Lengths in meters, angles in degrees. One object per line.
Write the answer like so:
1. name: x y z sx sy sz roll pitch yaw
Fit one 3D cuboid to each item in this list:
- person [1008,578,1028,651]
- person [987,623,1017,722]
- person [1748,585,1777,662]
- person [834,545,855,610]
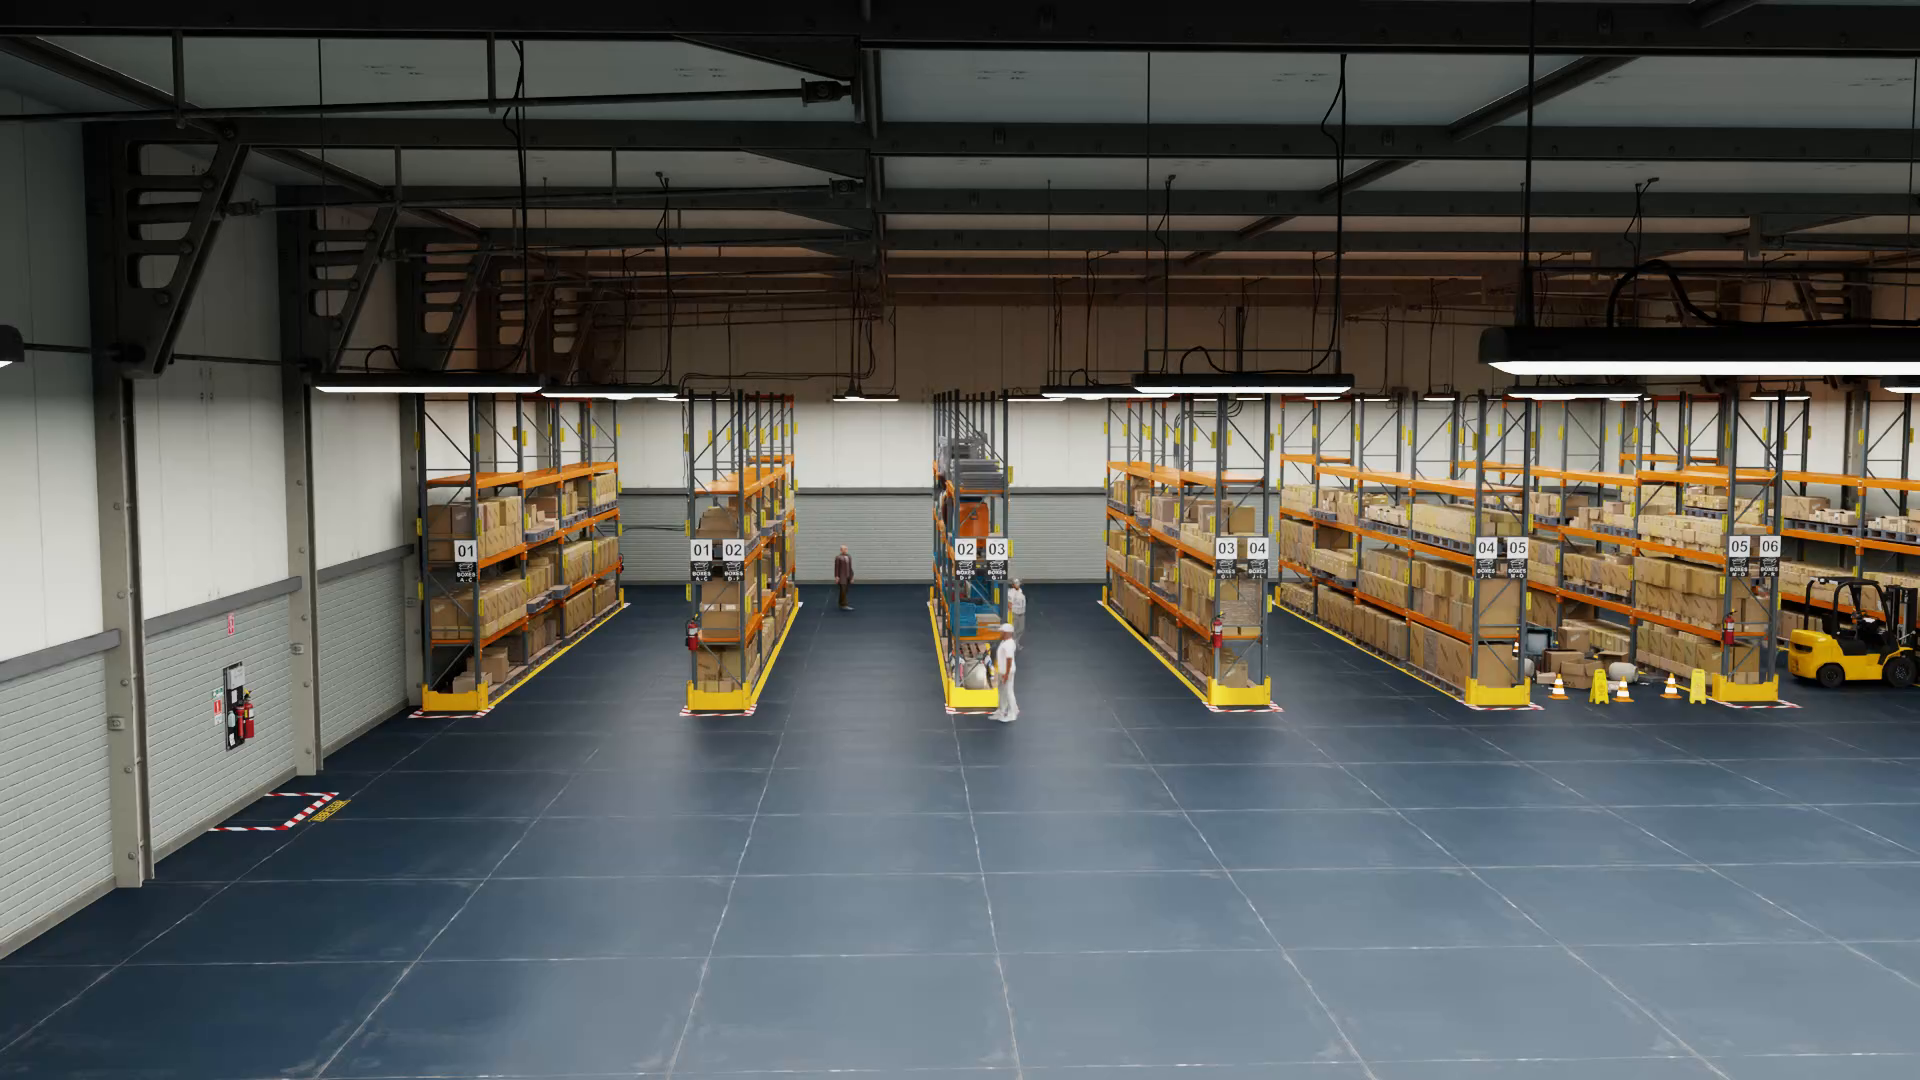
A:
1. person: 1.301 1.716 38.535 0.440 1.676 0.532 4 6 42
2. person: 0.773 2.393 30.056 0.485 1.788 0.630 -1 5 -10
3. person: 17.774 1.863 36.921 0.593 1.742 0.662 -4 6 -43
4. person: -3.173 1.046 46.523 0.654 1.787 0.605 3 6 36
